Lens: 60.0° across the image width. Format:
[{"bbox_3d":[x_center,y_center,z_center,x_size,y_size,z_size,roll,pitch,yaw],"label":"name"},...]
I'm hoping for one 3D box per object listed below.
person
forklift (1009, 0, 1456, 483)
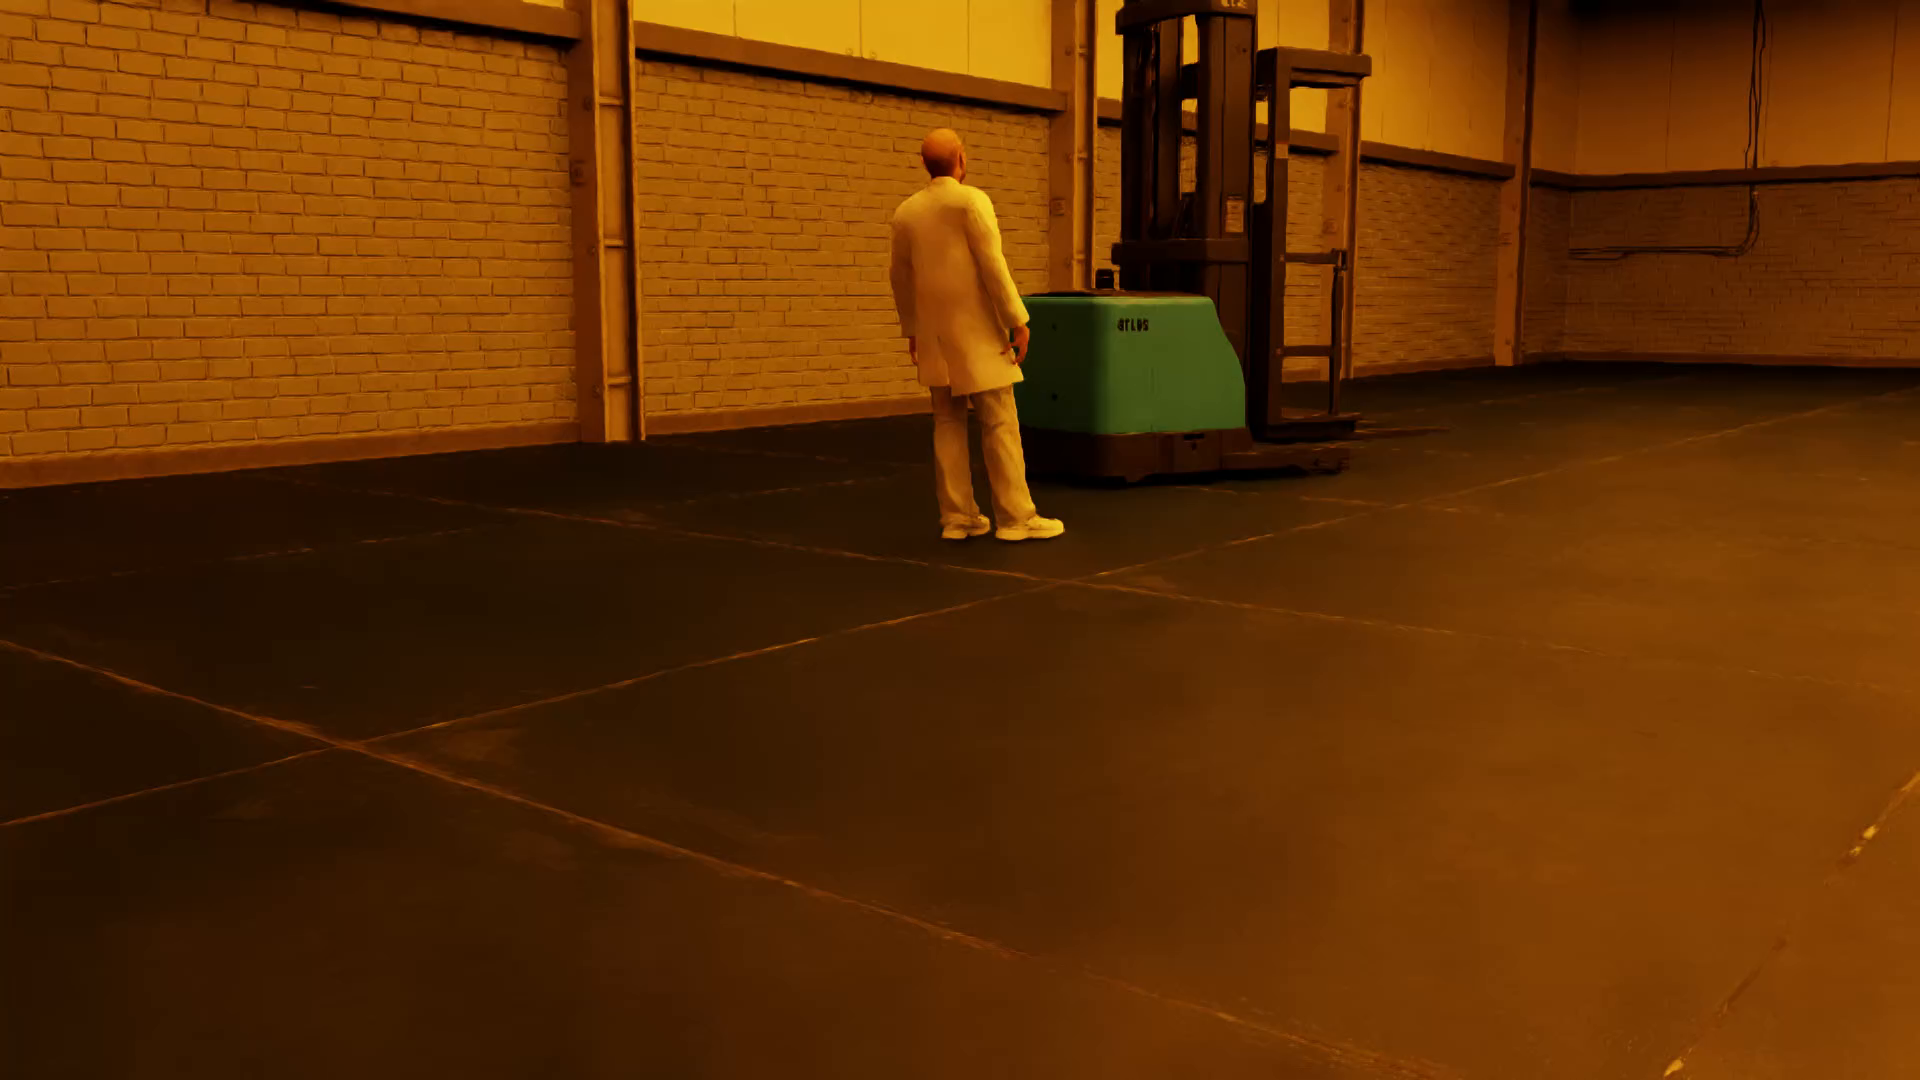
[{"bbox_3d":[0.061,-0.896,7.342,0.694,1.776,0.579,7,11,38],"label":"person"},{"bbox_3d":[1.806,-1.905,10.302,3.031,2.935,1.130,-5,10,-31],"label":"forklift"}]
